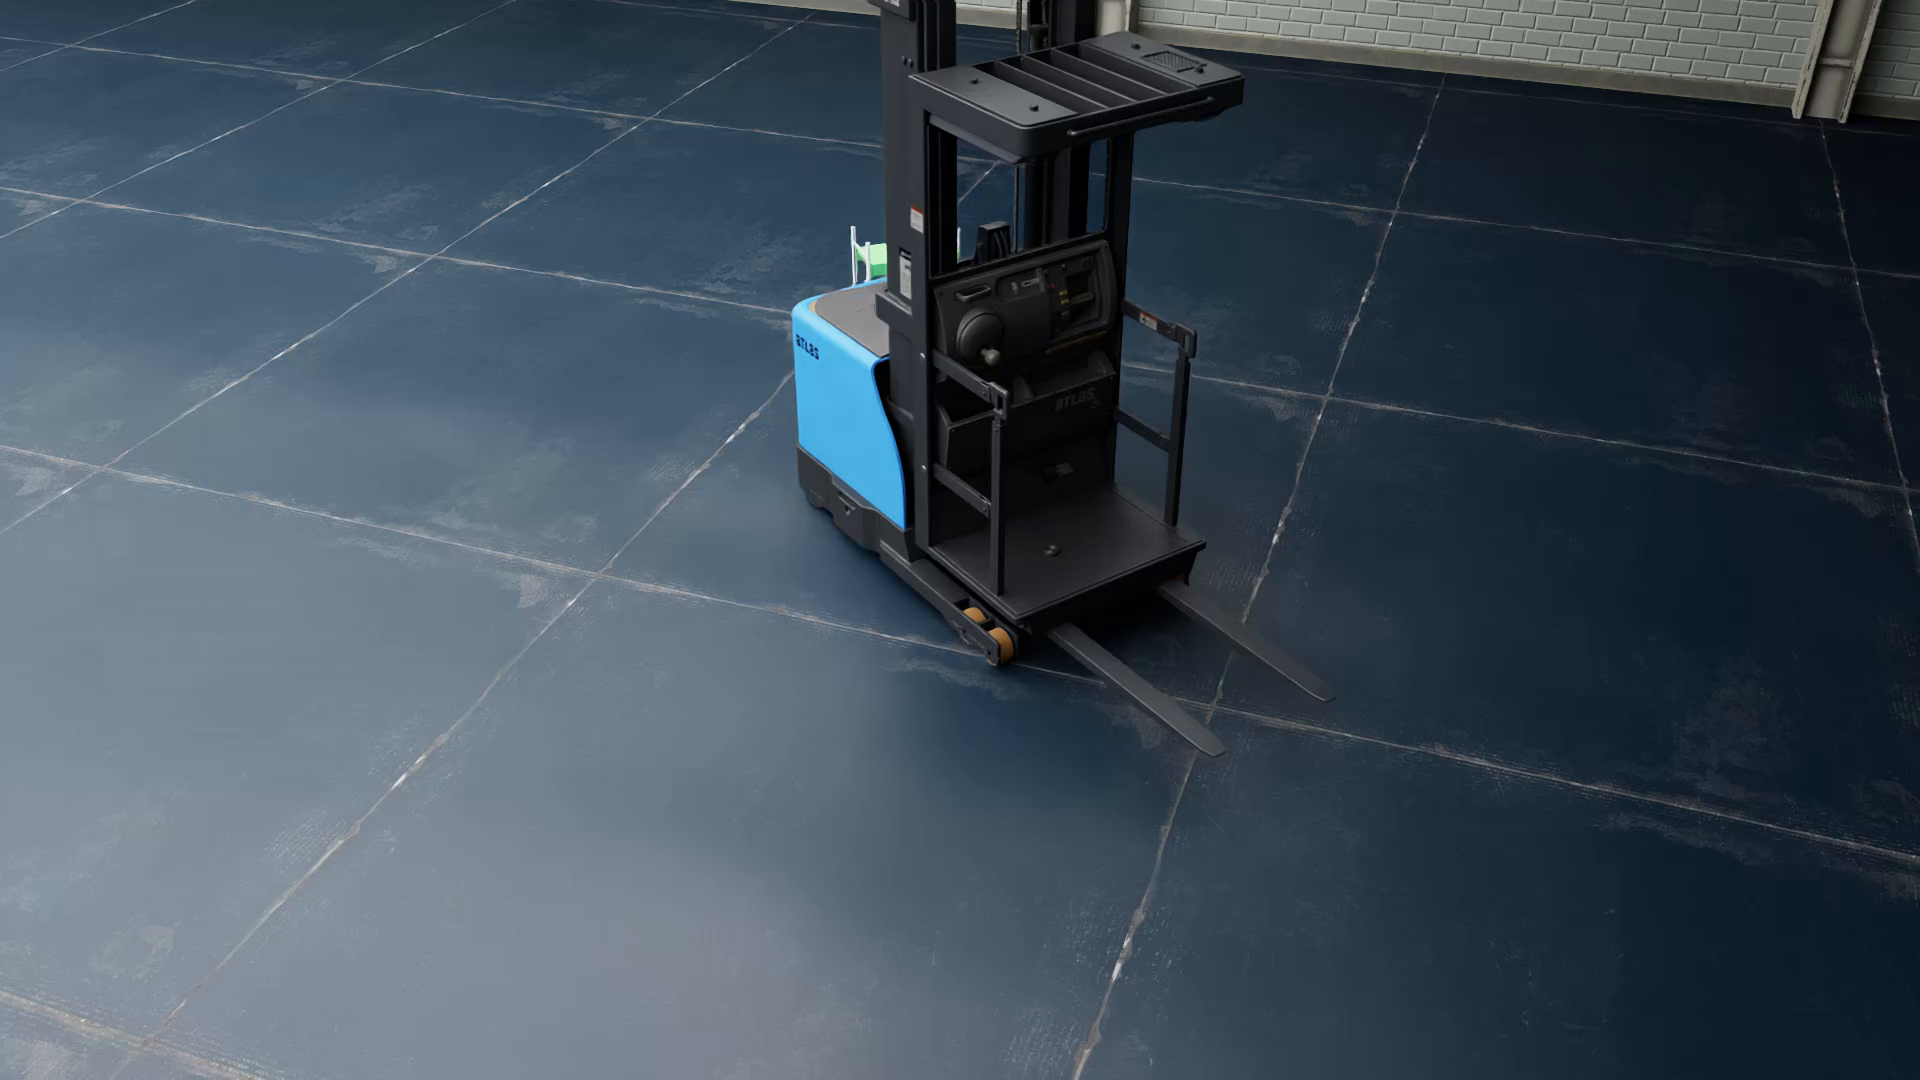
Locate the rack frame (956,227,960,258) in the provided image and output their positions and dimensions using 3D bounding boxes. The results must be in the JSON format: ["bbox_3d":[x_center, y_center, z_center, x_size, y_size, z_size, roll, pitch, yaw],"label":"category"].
[{"bbox_3d":[-0.055,-1.148,8.921,0.015,1.200,0.240,-13,35,-19],"label":"rack frame"}]

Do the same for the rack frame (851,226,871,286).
[{"bbox_3d":[-0.505,-1.045,8.762,0.015,1.200,0.240,-13,35,-19],"label":"rack frame"}]

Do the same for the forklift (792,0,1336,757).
[{"bbox_3d":[0.417,-0.972,7.053,1.130,2.935,3.031,-21,38,-29],"label":"forklift"}]

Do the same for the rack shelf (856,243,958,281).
[{"bbox_3d":[-0.280,-1.446,8.616,0.480,0.148,0.258,-13,35,-19],"label":"rack shelf"}]

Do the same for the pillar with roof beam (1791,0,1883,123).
[{"bbox_3d":[5.602,-5.076,7.816,0.400,9.000,9.100,11,34,16],"label":"pillar with roof beam"}]

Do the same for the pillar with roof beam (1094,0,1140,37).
[{"bbox_3d":[-0.046,-6.174,9.517,0.400,9.000,9.100,11,34,16],"label":"pillar with roof beam"}]

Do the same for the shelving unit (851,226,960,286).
[{"bbox_3d":[-0.280,-1.096,8.841,0.503,1.200,0.258,-13,35,-19],"label":"shelving unit"}]
